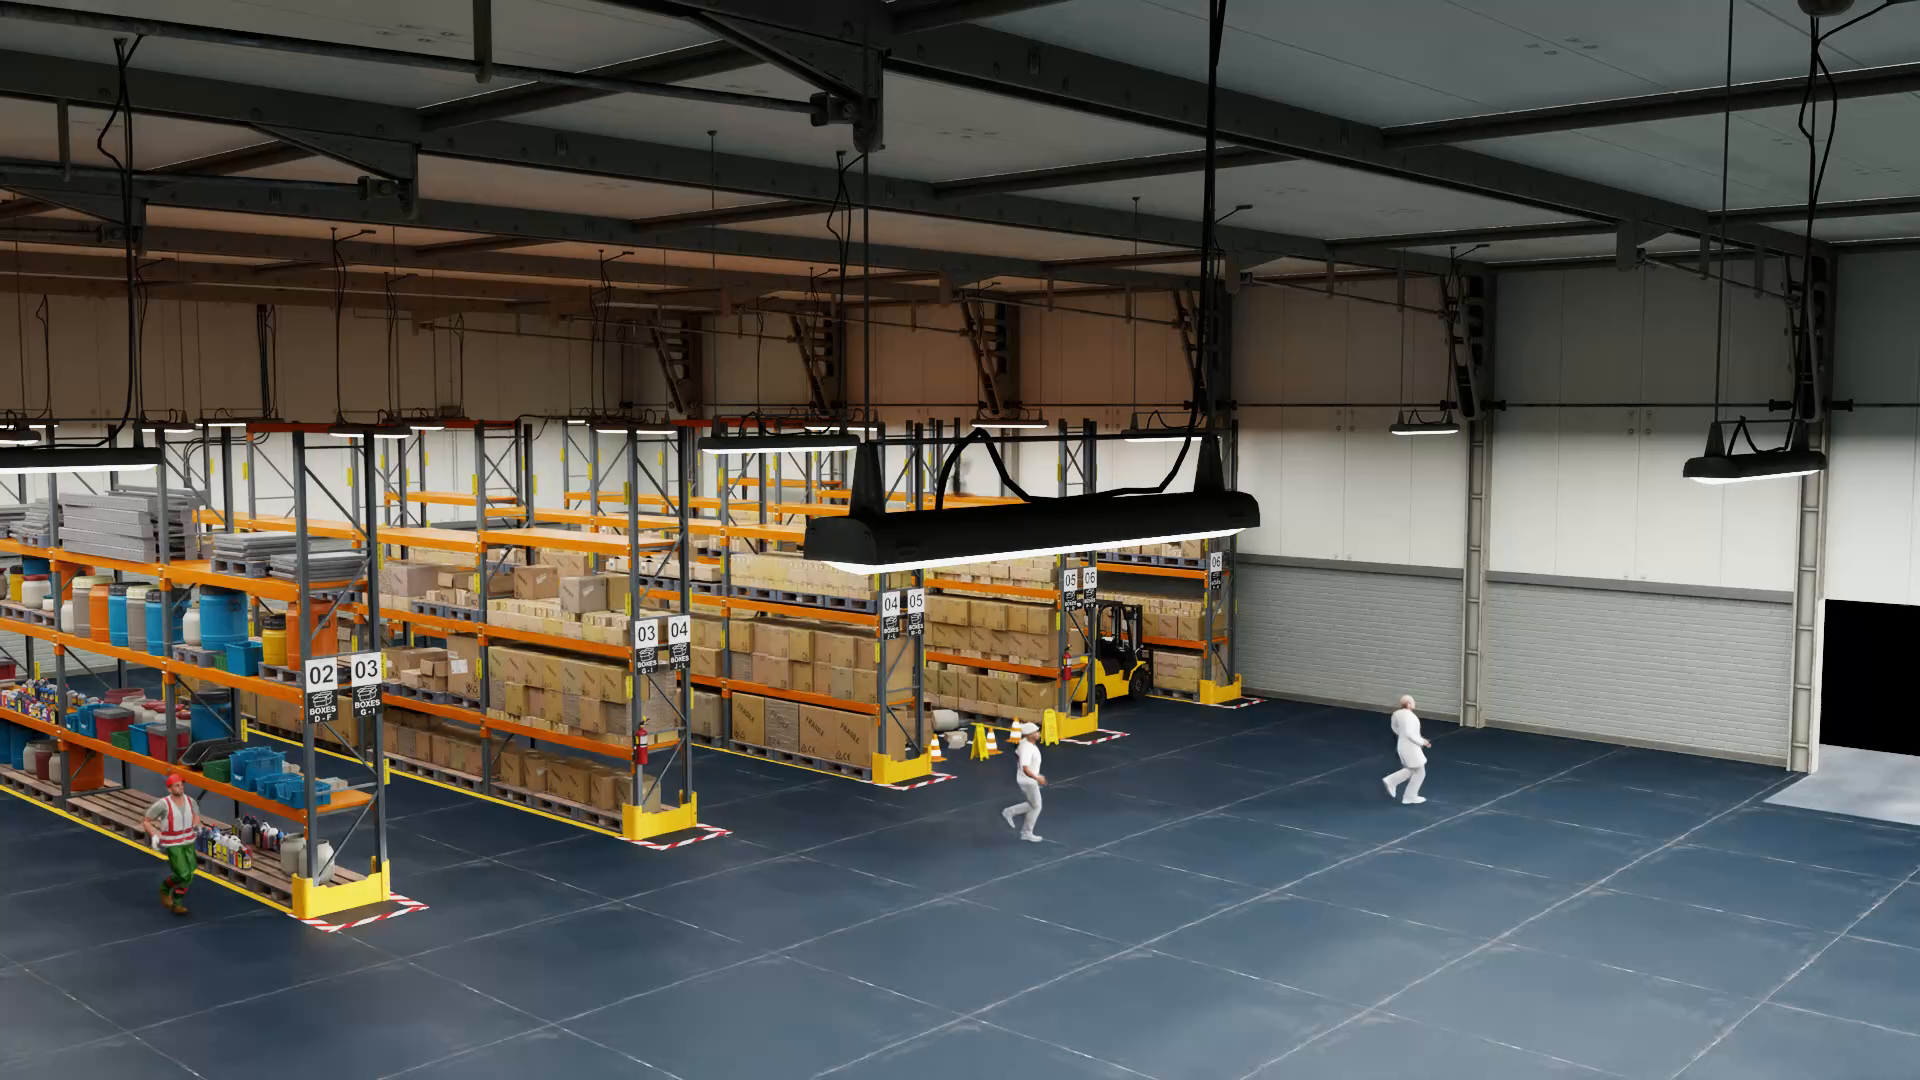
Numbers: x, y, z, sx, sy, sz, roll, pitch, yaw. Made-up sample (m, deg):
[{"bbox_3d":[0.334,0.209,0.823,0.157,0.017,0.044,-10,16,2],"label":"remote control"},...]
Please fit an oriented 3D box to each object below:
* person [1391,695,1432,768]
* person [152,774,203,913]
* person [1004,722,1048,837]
[{"bbox_3d":[7.157,3.022,26.322,0.494,1.141,0.708,-1,5,-8],"label":"person"},{"bbox_3d":[-9.683,3.774,20.548,0.577,1.740,0.535,3,5,31],"label":"person"},{"bbox_3d":[0.953,3.467,24.133,0.613,1.670,0.703,0,5,-2],"label":"person"}]
